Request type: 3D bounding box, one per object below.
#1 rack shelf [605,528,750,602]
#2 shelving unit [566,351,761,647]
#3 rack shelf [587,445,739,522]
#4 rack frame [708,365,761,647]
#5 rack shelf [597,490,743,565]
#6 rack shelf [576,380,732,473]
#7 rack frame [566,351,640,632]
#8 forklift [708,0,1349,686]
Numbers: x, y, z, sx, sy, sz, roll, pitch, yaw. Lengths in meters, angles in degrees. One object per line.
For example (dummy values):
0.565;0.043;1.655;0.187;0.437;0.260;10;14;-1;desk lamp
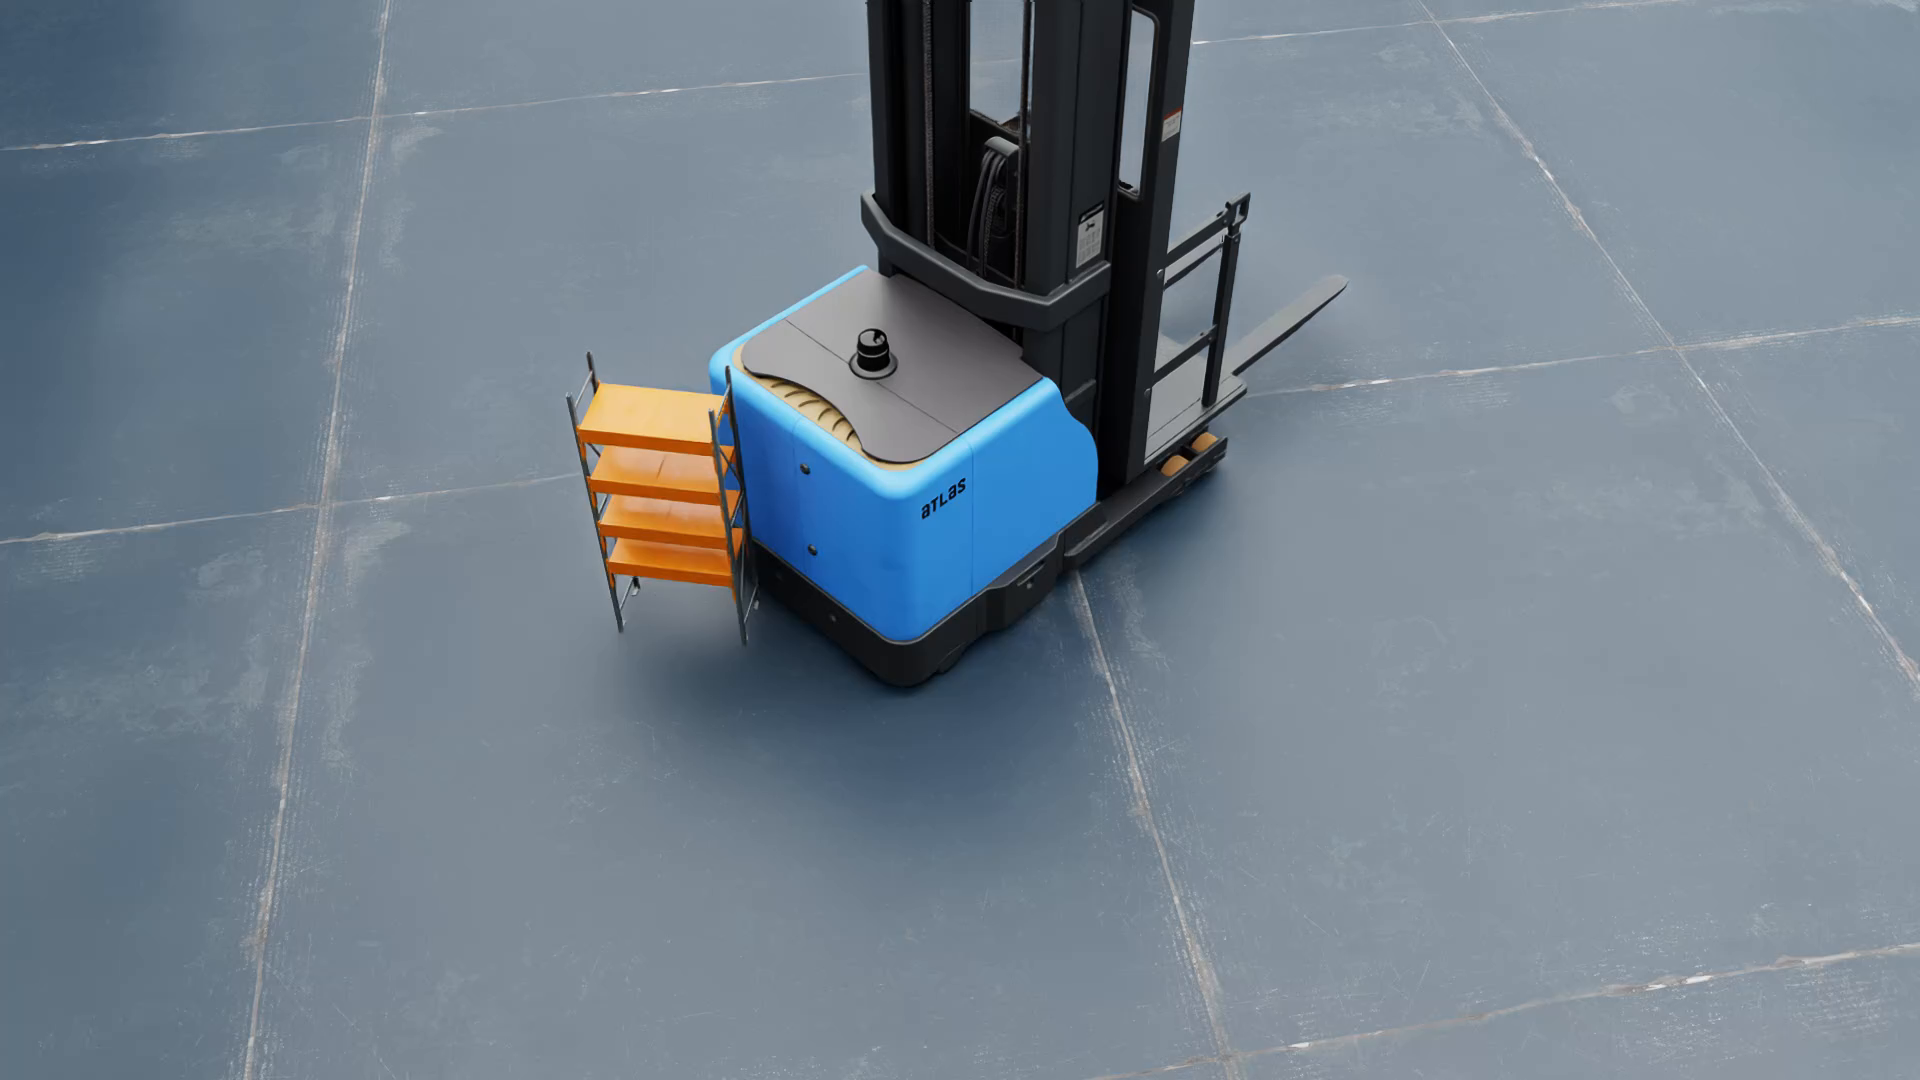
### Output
-1.049;0.064;6.225;0.480;0.148;0.258;6;46;6;rack shelf
-1.049;-0.121;6.033;0.503;1.200;0.258;6;46;6;shelving unit
-1.049;-0.229;5.921;0.480;0.148;0.258;6;46;6;rack shelf
-0.807;-0.094;6.007;0.015;1.200;0.240;6;46;6;rack frame
-1.049;-0.074;6.082;0.480;0.148;0.258;6;46;6;rack shelf
-1.049;-0.394;5.750;0.480;0.148;0.258;6;46;6;rack shelf
-1.290;-0.148;6.059;0.015;1.200;0.240;6;46;6;rack frame
0.478;-1.438;6.101;1.130;2.935;3.031;35;55;29;forklift
